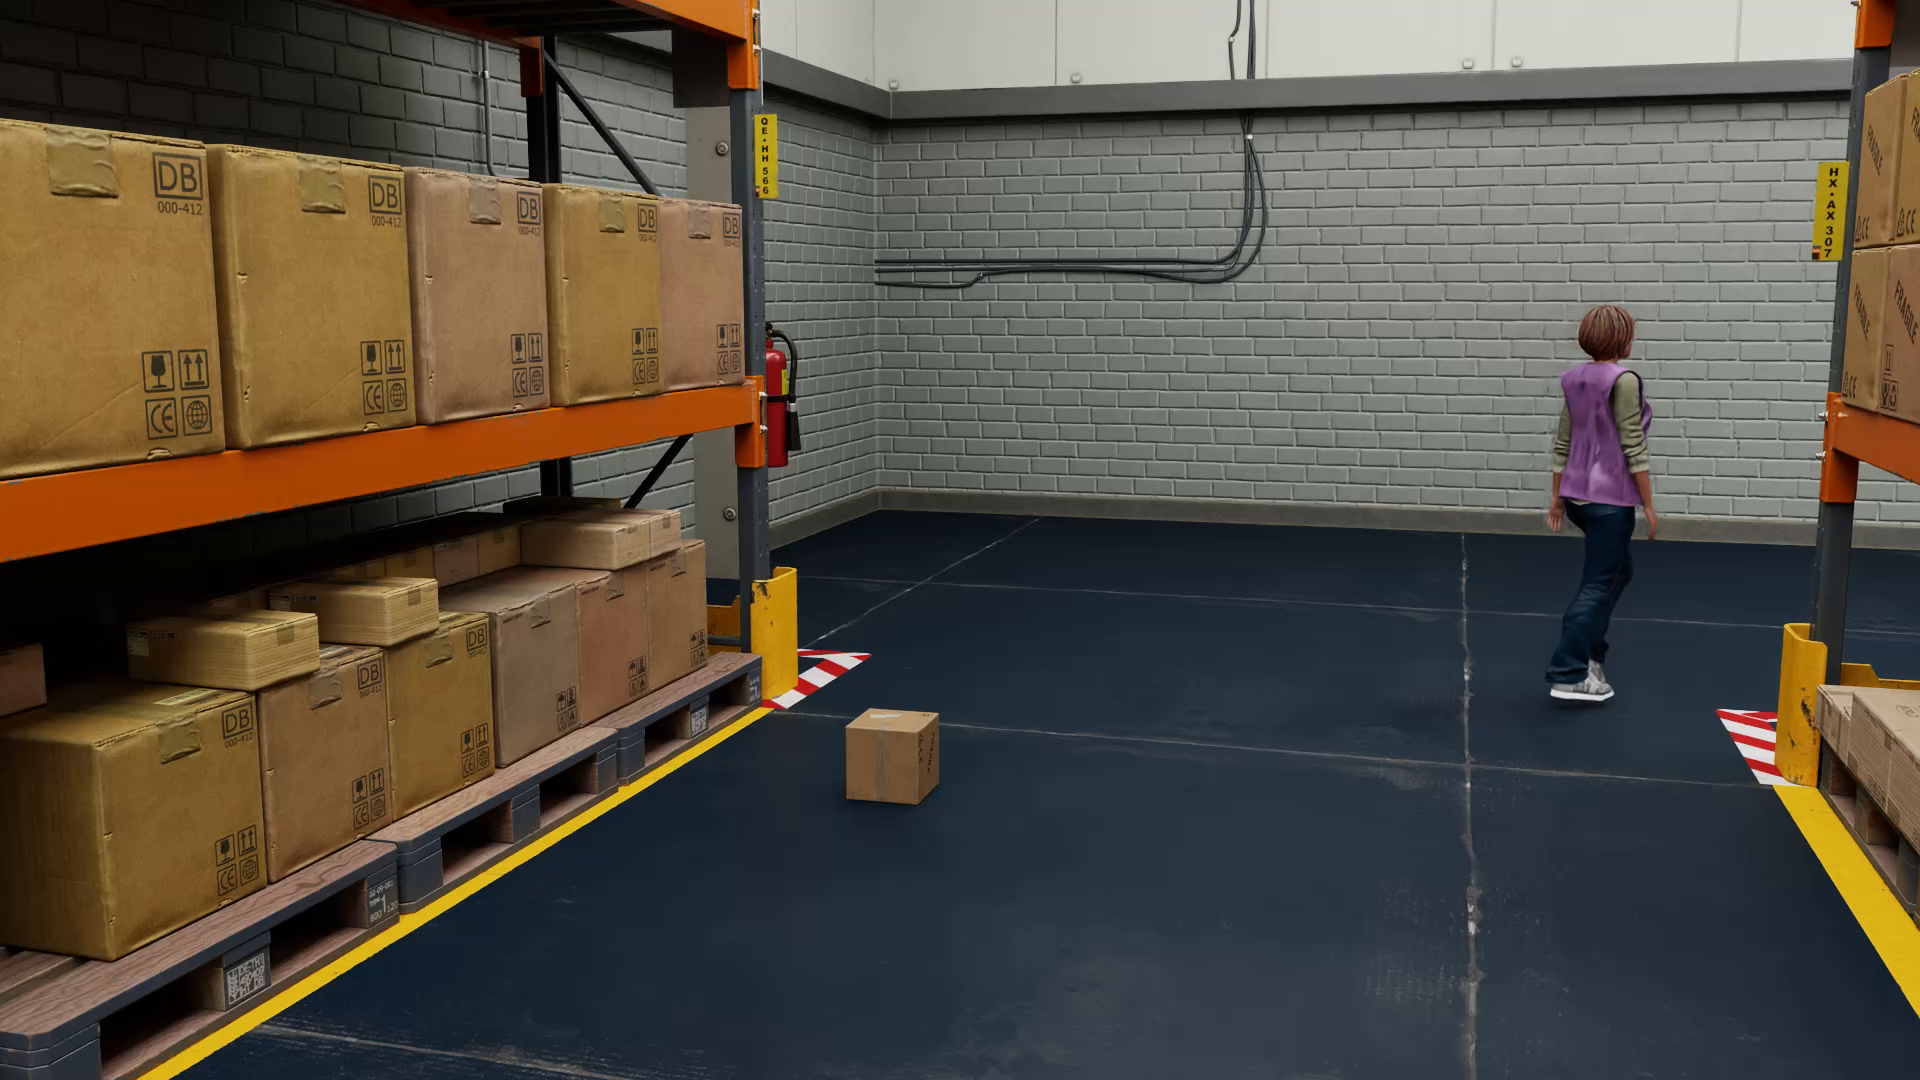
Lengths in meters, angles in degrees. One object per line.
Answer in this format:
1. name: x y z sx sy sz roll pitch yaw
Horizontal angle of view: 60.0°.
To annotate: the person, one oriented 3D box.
1. person: 2.555 -0.123 6.669 0.367 1.629 0.433 -2 9 -14
